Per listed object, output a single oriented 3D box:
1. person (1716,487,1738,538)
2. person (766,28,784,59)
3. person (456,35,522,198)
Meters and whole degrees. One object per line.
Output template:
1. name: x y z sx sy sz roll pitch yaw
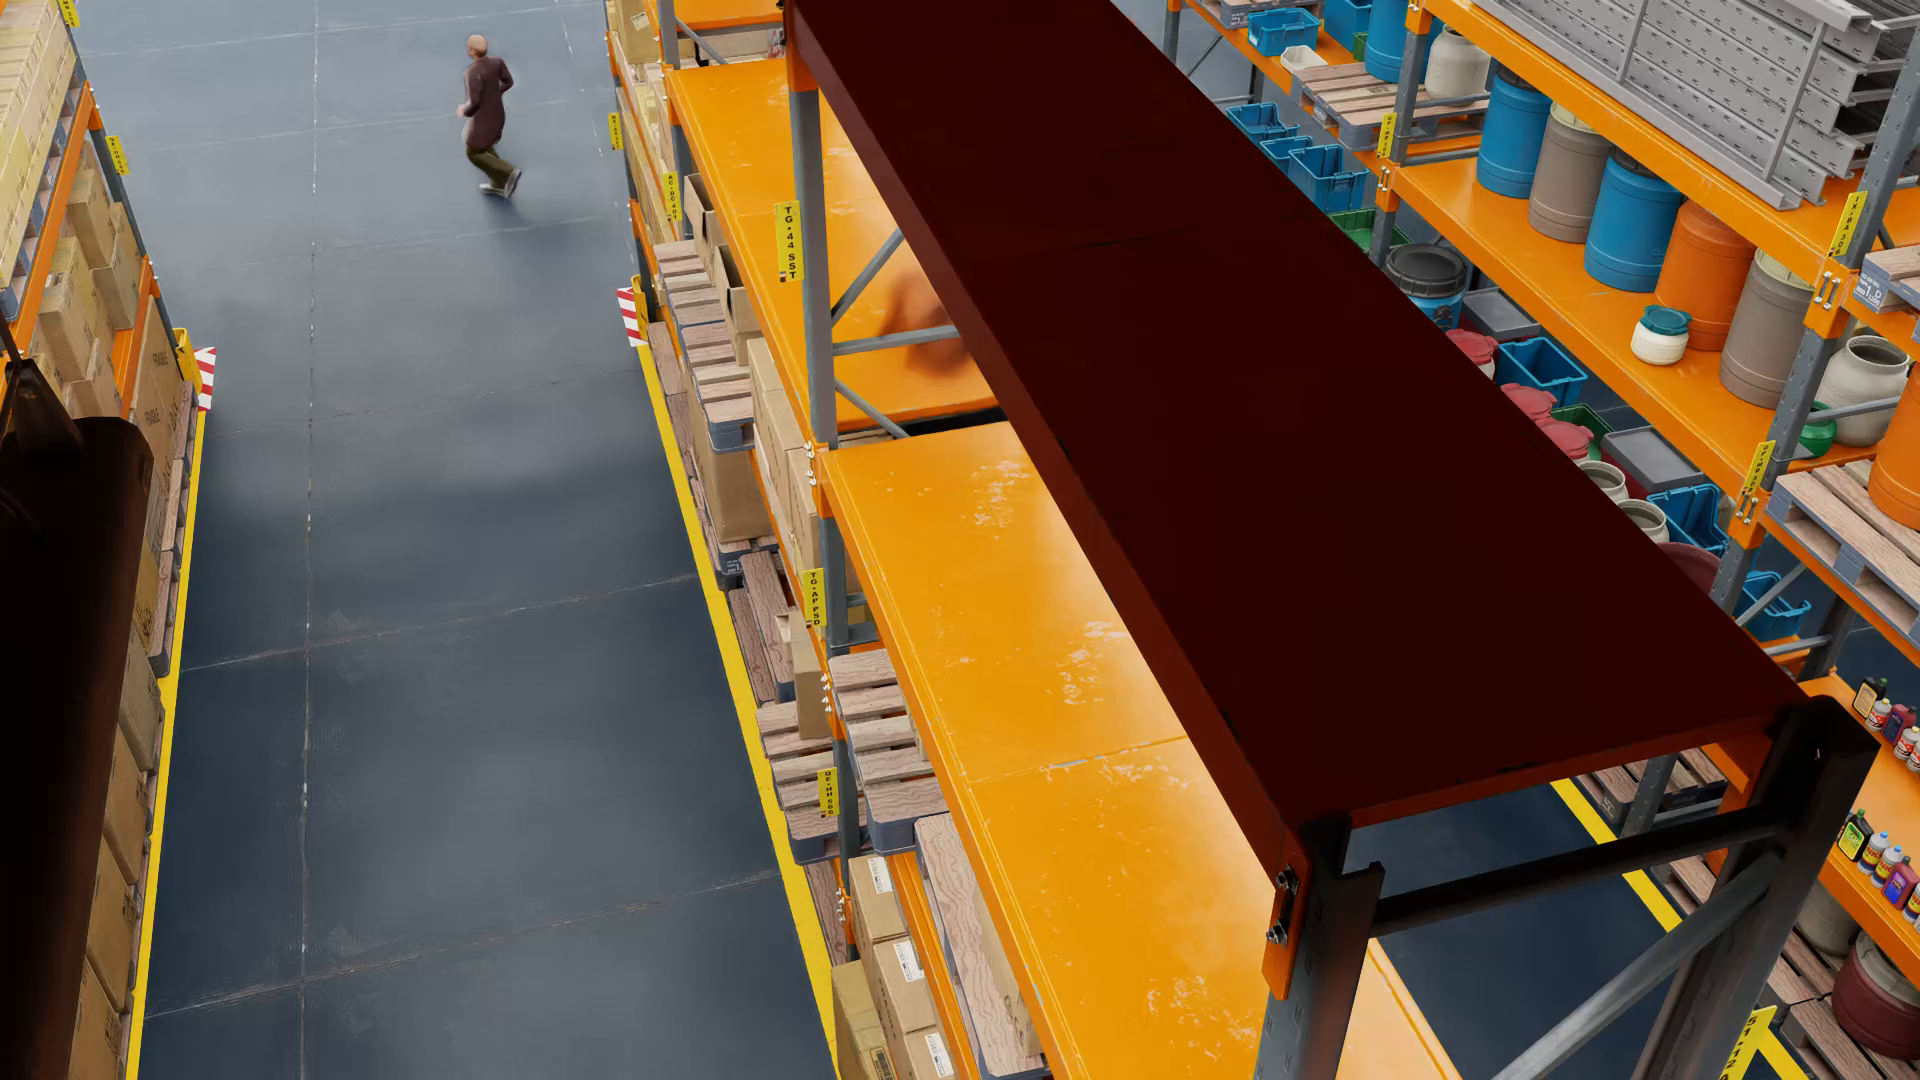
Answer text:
1. person: 5.469 -0.153 11.765 0.512 1.554 0.530 -11 40 -13
2. person: -2.037 -5.051 17.798 0.771 1.746 0.662 9 39 11
3. person: -4.759 -4.271 16.821 0.668 1.724 0.707 14 40 17
